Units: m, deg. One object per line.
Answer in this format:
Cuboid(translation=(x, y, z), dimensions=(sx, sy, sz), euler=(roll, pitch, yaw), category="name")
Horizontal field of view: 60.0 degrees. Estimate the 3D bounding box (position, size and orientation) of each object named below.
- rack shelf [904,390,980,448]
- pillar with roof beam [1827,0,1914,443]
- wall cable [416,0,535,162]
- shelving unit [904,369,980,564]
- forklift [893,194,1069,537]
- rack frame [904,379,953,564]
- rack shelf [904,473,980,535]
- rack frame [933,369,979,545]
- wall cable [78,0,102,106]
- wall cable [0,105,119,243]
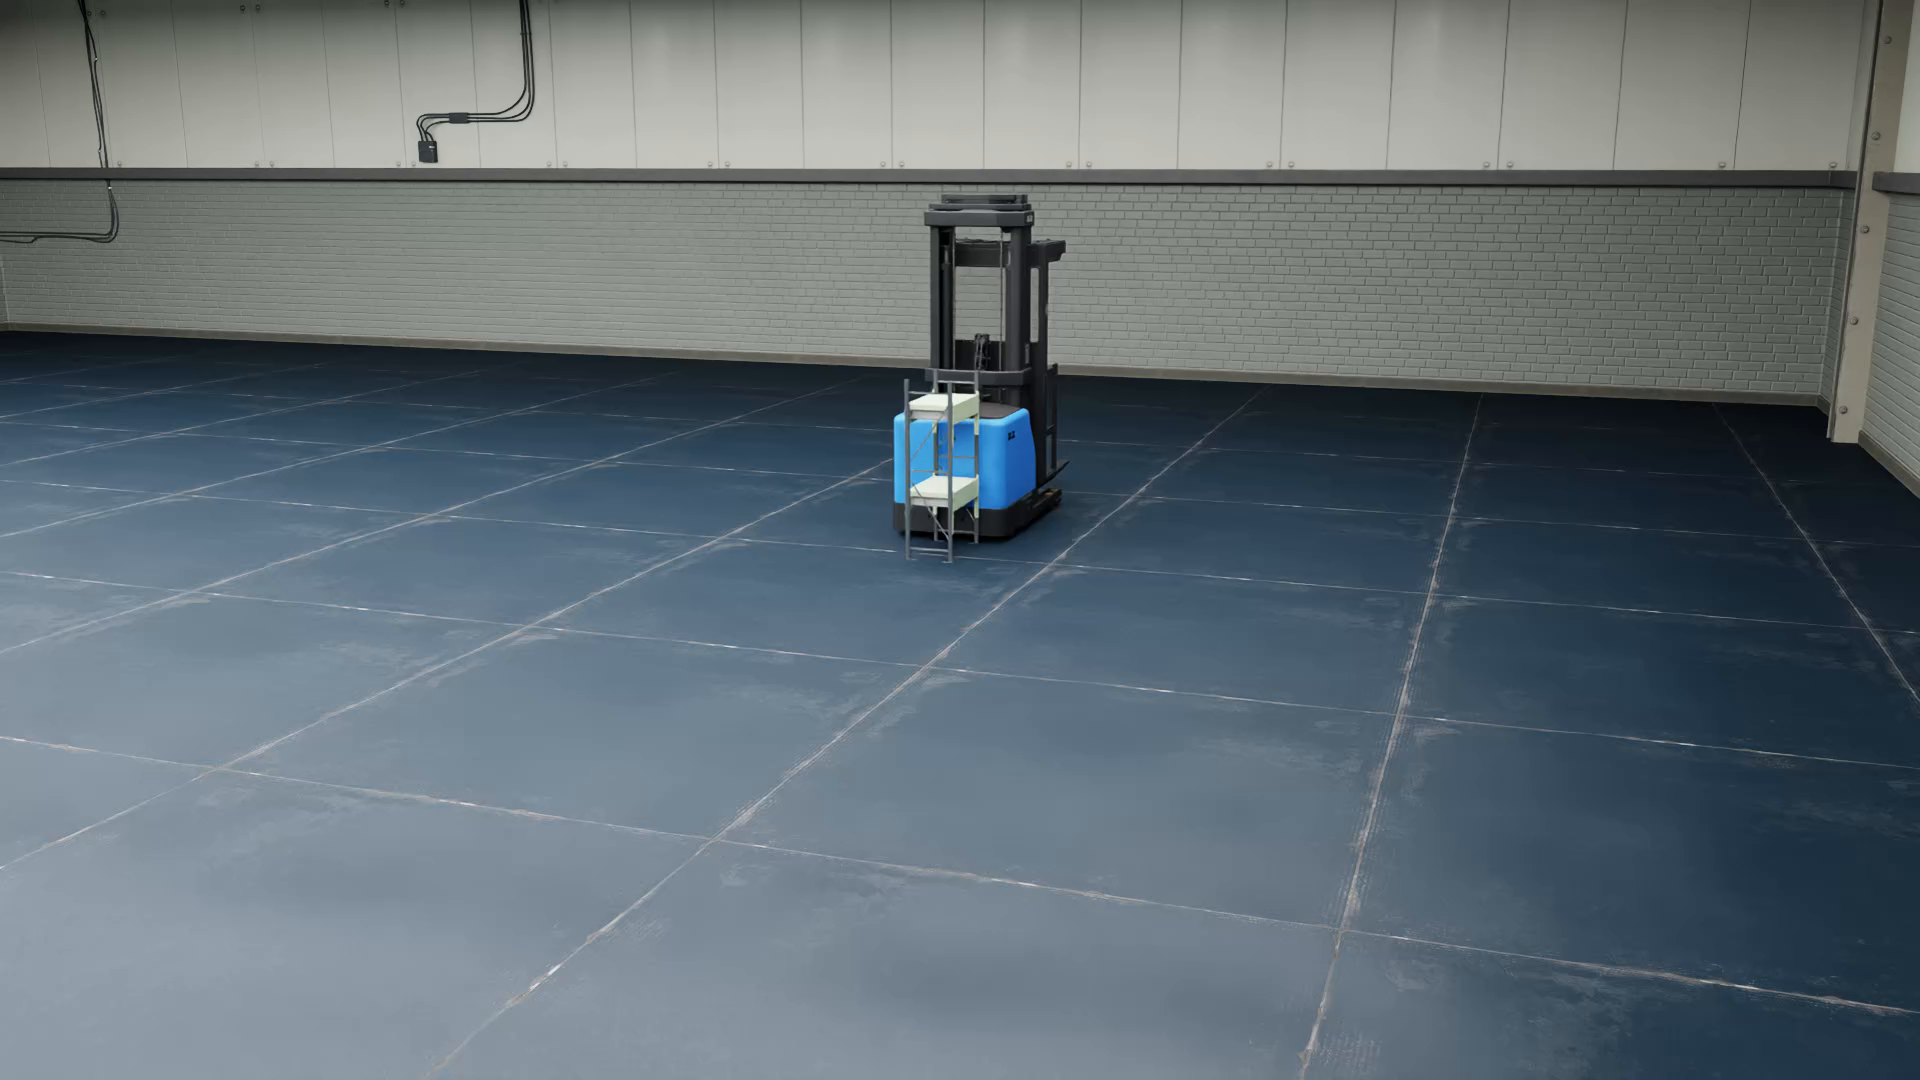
Cuboid(translation=(-0.144, -1.009, 13.786), dimensions=(0.431, 0.370, 0.720), euler=(4, 13, 17), category="rack shelf")
Cuboid(translation=(6.378, -5.879, 20.023), dimensions=(9.100, 9.000, 0.400), euler=(4, 14, 18), category="pillar with roof beam")
Cuboid(translation=(-8.172, -9.333, 27.515), dimensions=(2.305, 6.003, 0.169), euler=(4, 14, 18), category="wall cable")
Cuboid(translation=(-0.144, -0.629, 13.872), dimensions=(0.431, 1.500, 0.755), euler=(4, 13, 17), category="shelving unit")
Cuboid(translation=(0.342, -1.736, 15.509), dimensions=(1.130, 2.935, 3.031), euler=(4, 13, 17), category="forklift")
Cuboid(translation=(-0.255, -0.551, 13.532), dimensions=(0.400, 1.500, 0.023), euler=(4, 13, 17), category="rack frame")
Cuboid(translation=(-0.144, -0.311, 13.945), dimensions=(0.431, 0.370, 0.720), euler=(4, 13, 17), category="rack shelf")
Cuboid(translation=(-0.033, -0.706, 14.212), dimensions=(0.400, 1.500, 0.023), euler=(4, 13, 17), category="rack frame")
Cuboid(translation=(-14.590, -9.116, 29.832), dimensions=(3.097, 2.526, 0.112), euler=(4, 14, 18), category="wall cable")
Cuboid(translation=(-17.150, -6.848, 31.248), dimensions=(3.097, 2.526, 0.112), euler=(4, 14, 18), category="wall cable")
